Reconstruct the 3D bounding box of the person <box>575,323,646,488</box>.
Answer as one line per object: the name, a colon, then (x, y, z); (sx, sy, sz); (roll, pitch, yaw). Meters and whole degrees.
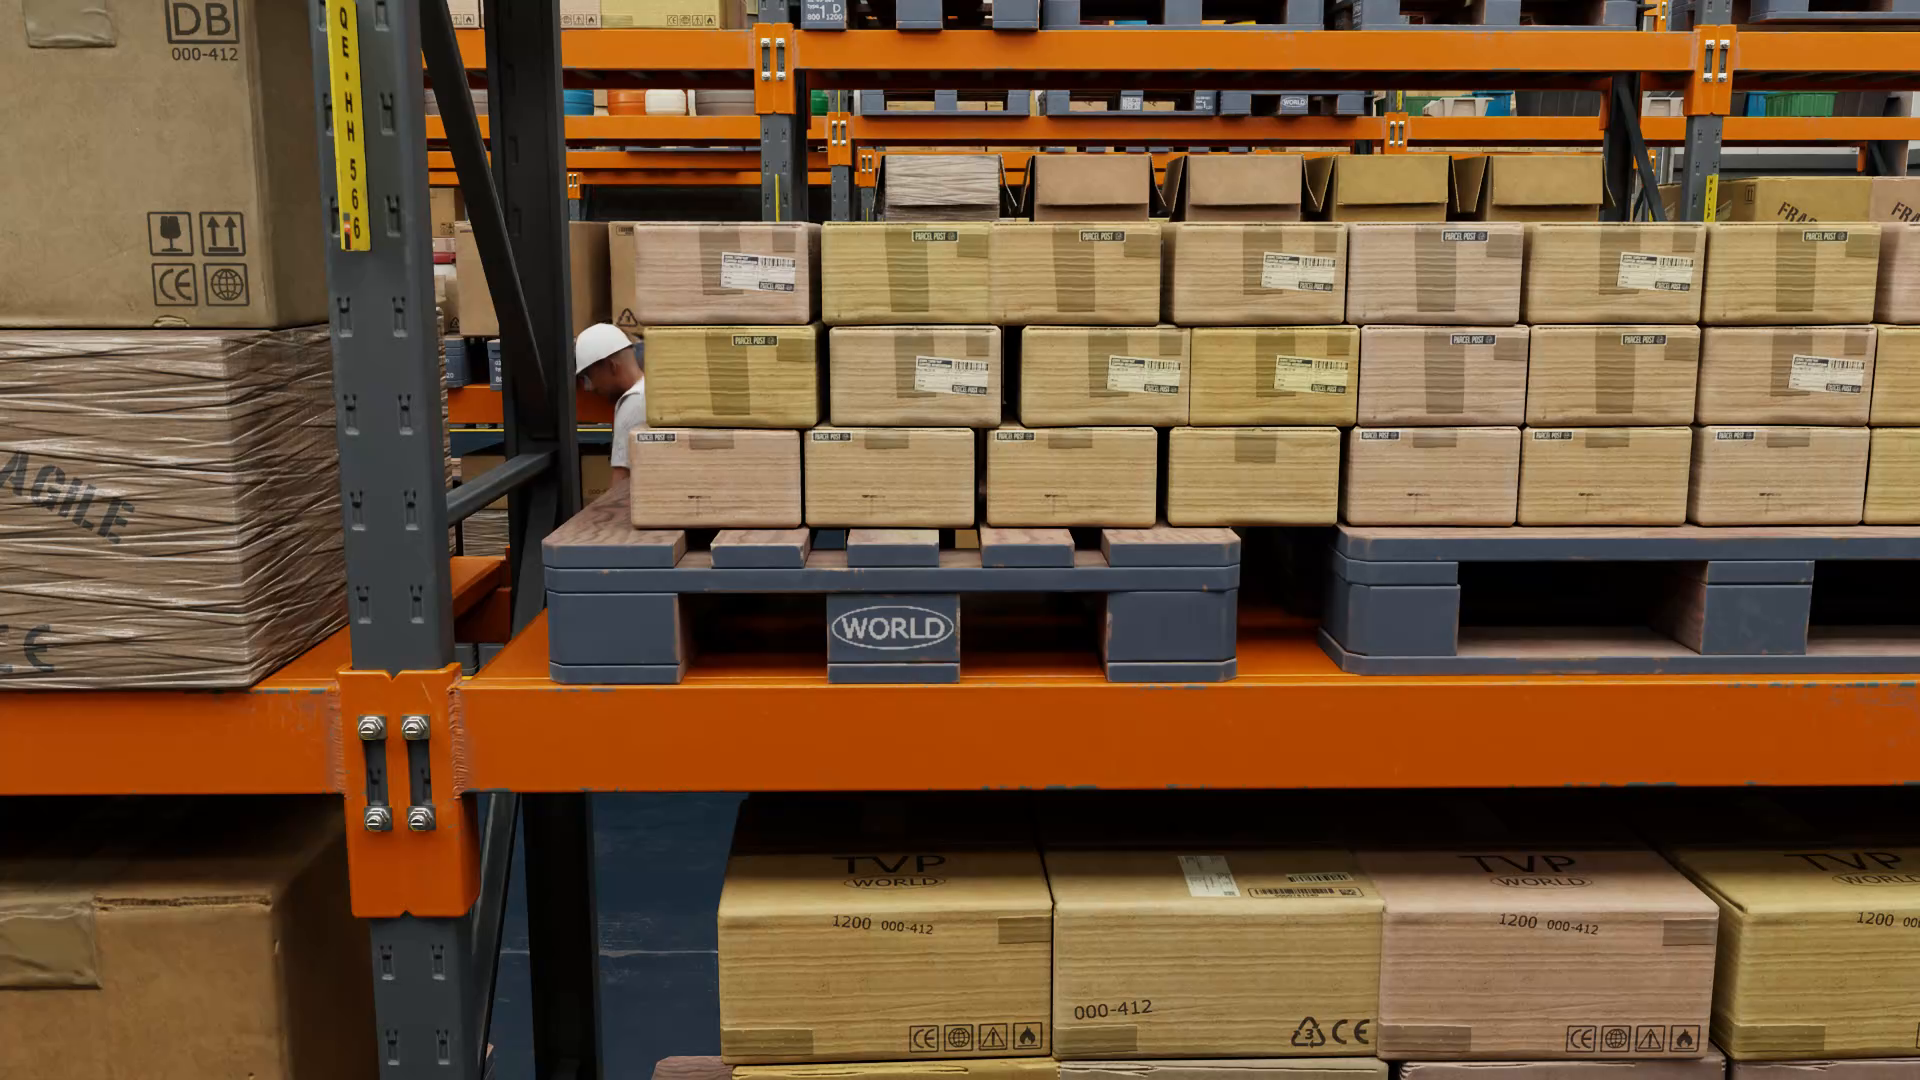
person: (-1.169, -0.012, 6.380); (0.606, 1.624, 0.598); (2, 10, 9)
